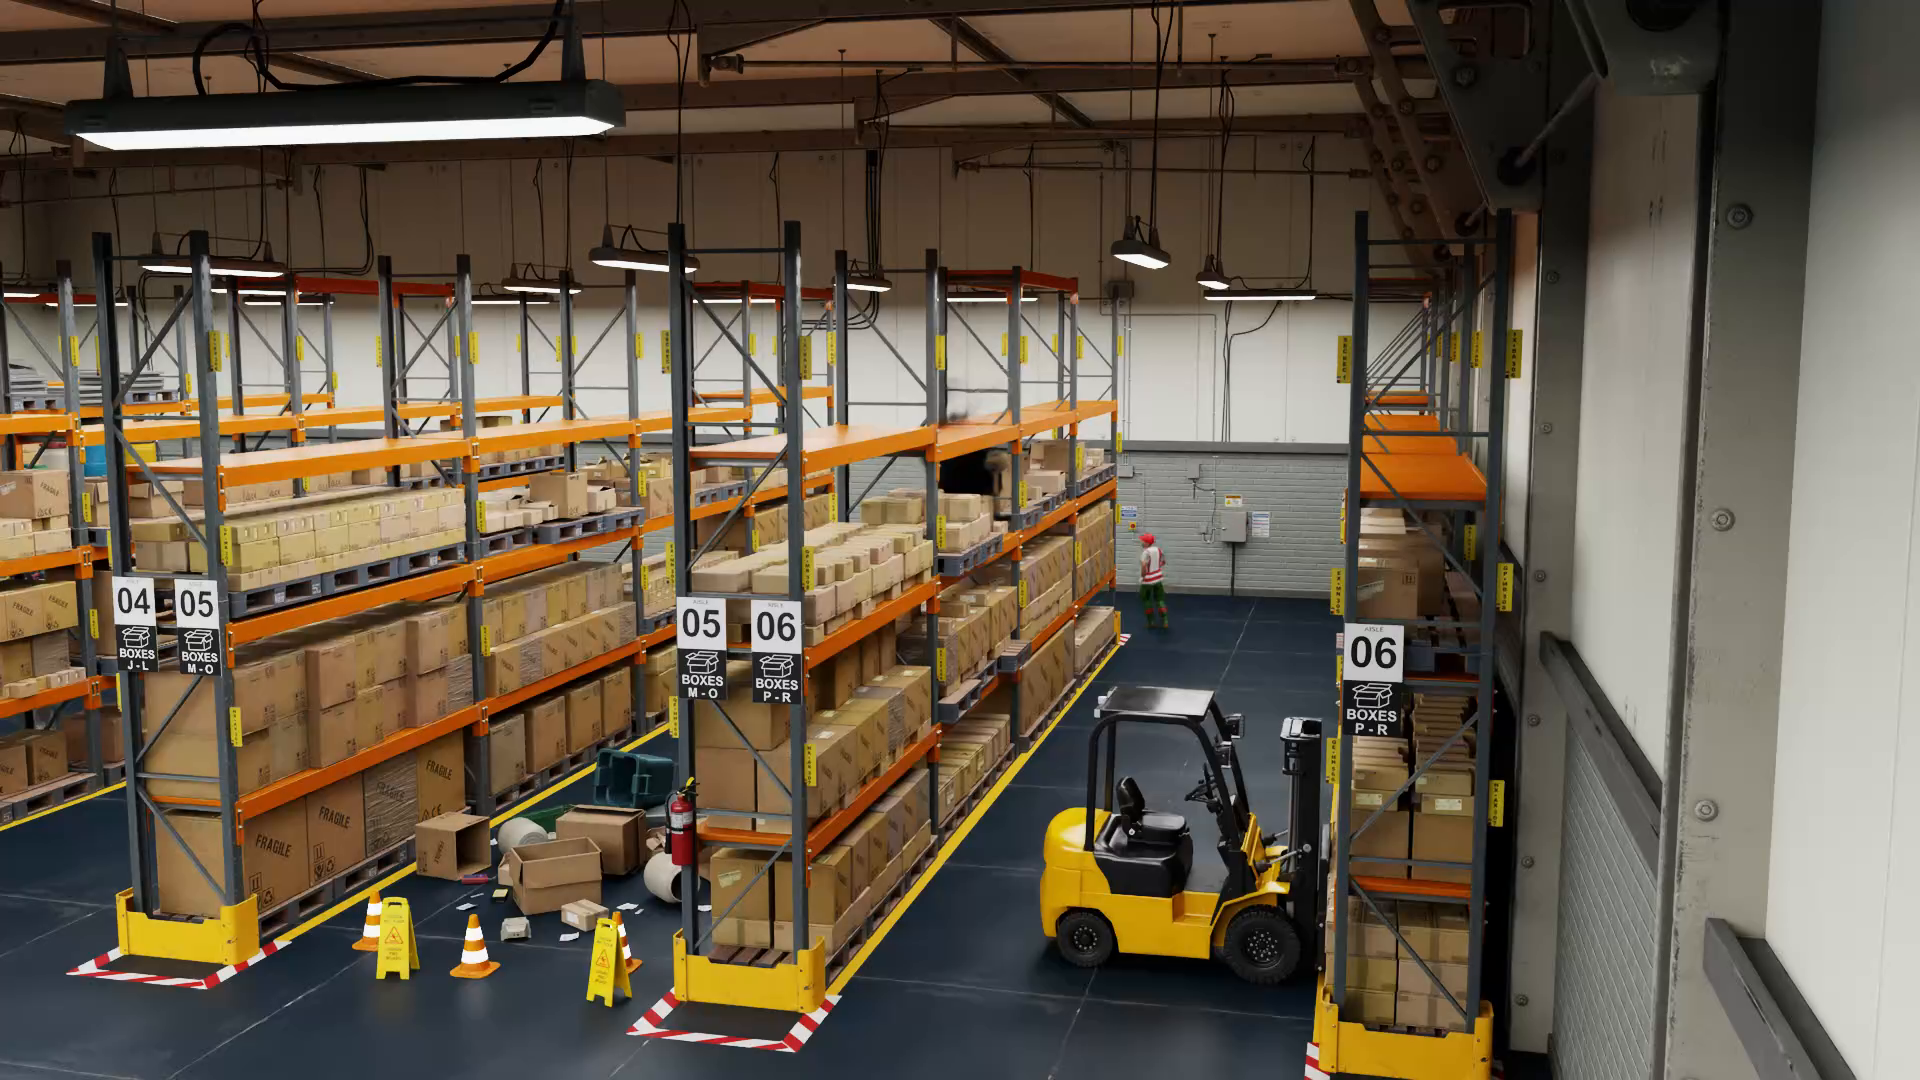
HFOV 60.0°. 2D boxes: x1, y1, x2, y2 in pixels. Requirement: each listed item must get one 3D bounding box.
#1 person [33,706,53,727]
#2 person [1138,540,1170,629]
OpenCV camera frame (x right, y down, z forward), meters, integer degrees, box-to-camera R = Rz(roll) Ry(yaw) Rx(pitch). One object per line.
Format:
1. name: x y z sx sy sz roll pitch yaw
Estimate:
1. person: -11.976 1.739 21.483 0.694 1.464 0.558 1 7 6
2. person: 3.311 0.790 29.309 0.645 1.625 0.806 -3 8 -22
